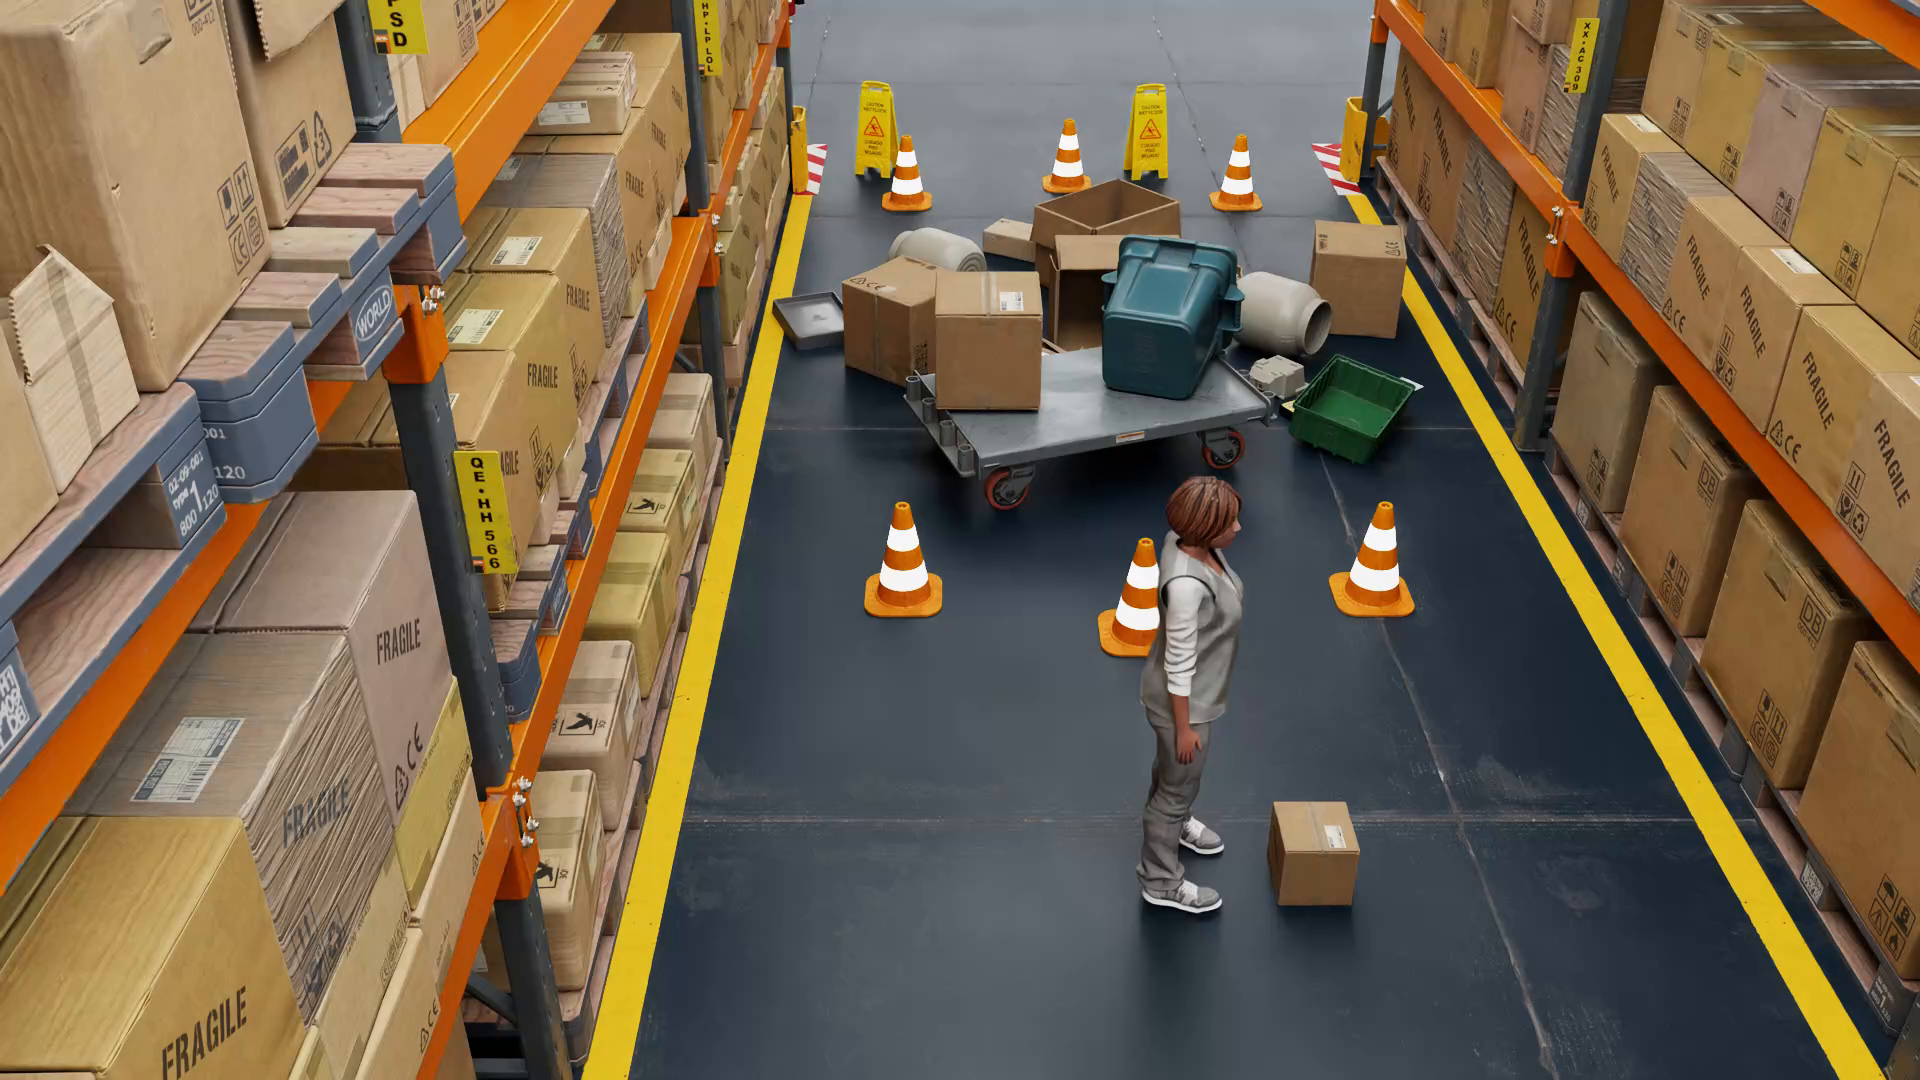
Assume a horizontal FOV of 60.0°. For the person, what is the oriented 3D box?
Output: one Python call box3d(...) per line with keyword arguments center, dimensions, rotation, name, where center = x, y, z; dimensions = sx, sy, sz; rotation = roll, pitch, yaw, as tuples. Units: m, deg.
box3d(center=(0.745, 0.494, 5.354), dimensions=(0.336, 1.589, 0.492), rotation=(4, 32, 7), name="person")
